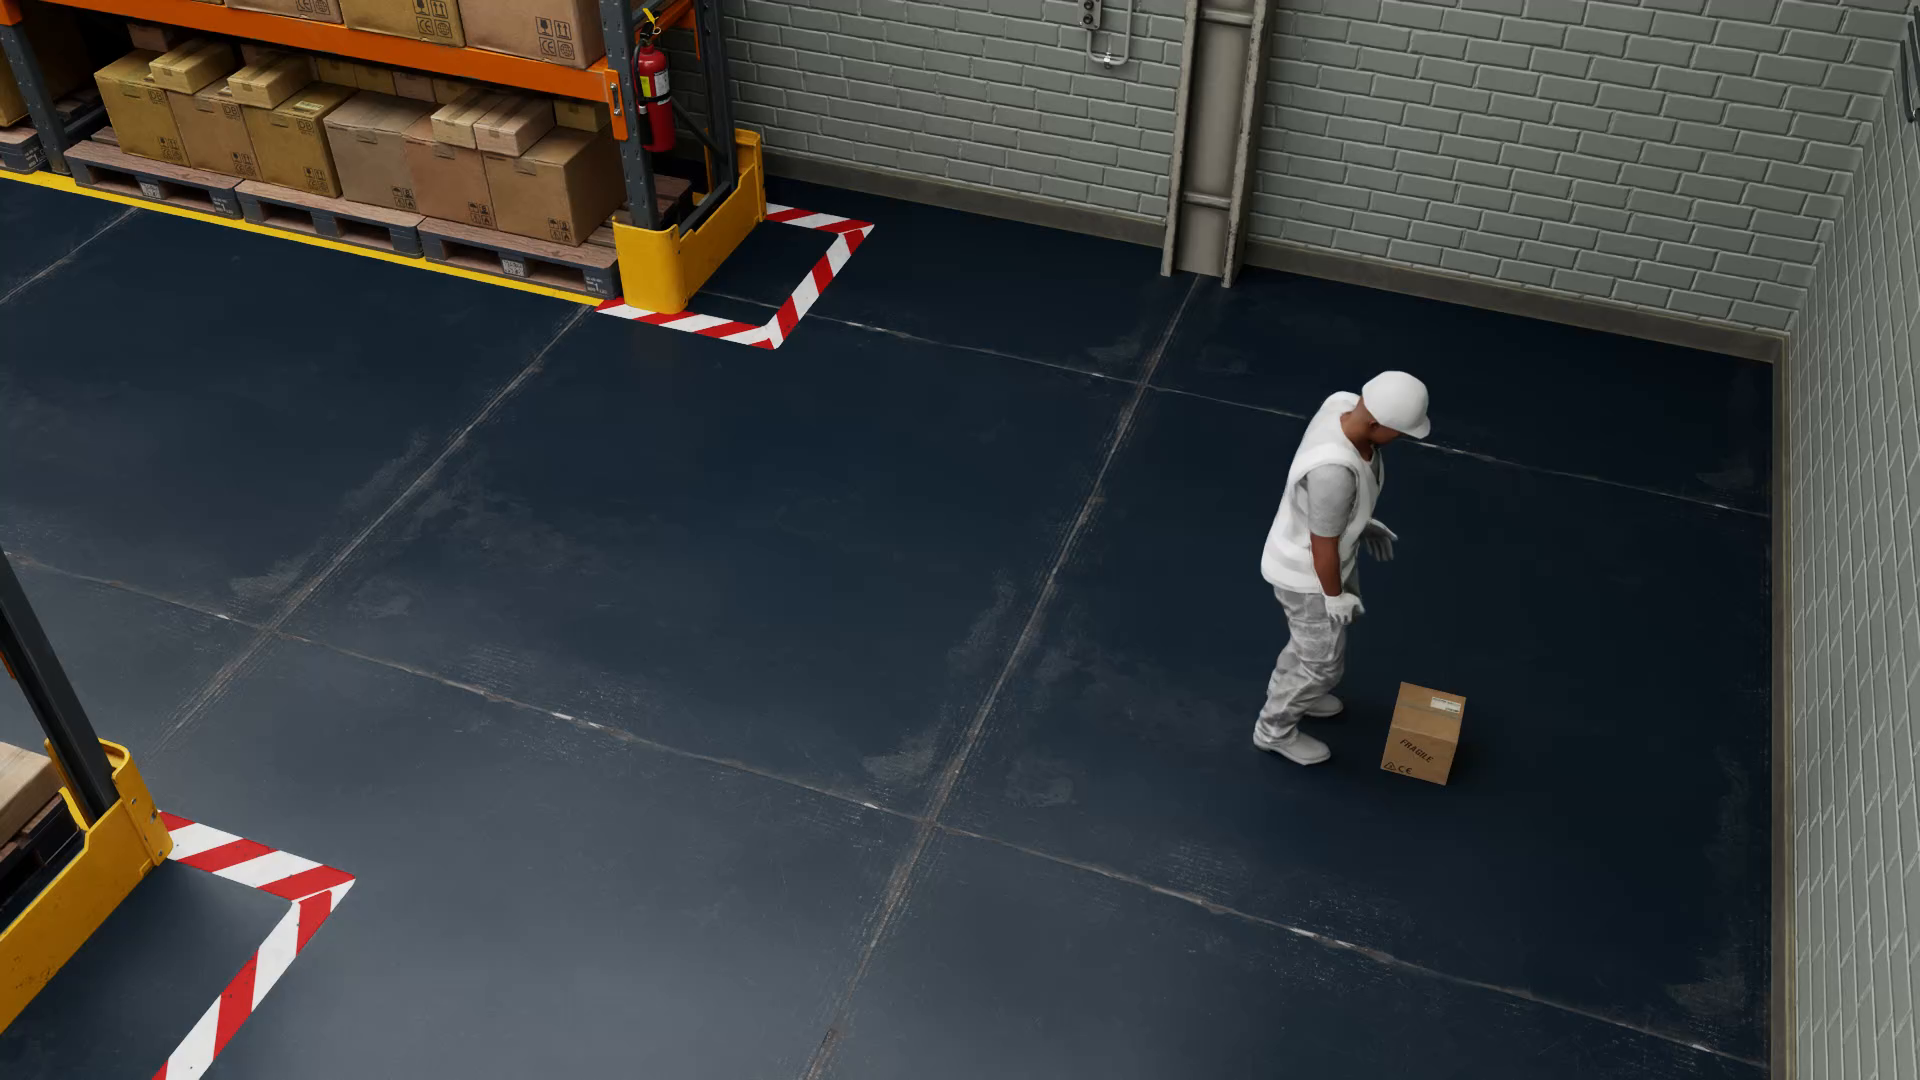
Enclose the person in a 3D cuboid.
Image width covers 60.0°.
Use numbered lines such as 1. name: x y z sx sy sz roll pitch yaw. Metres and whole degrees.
1. person: 1.362 0.075 6.107 0.477 1.721 0.576 15 43 16
